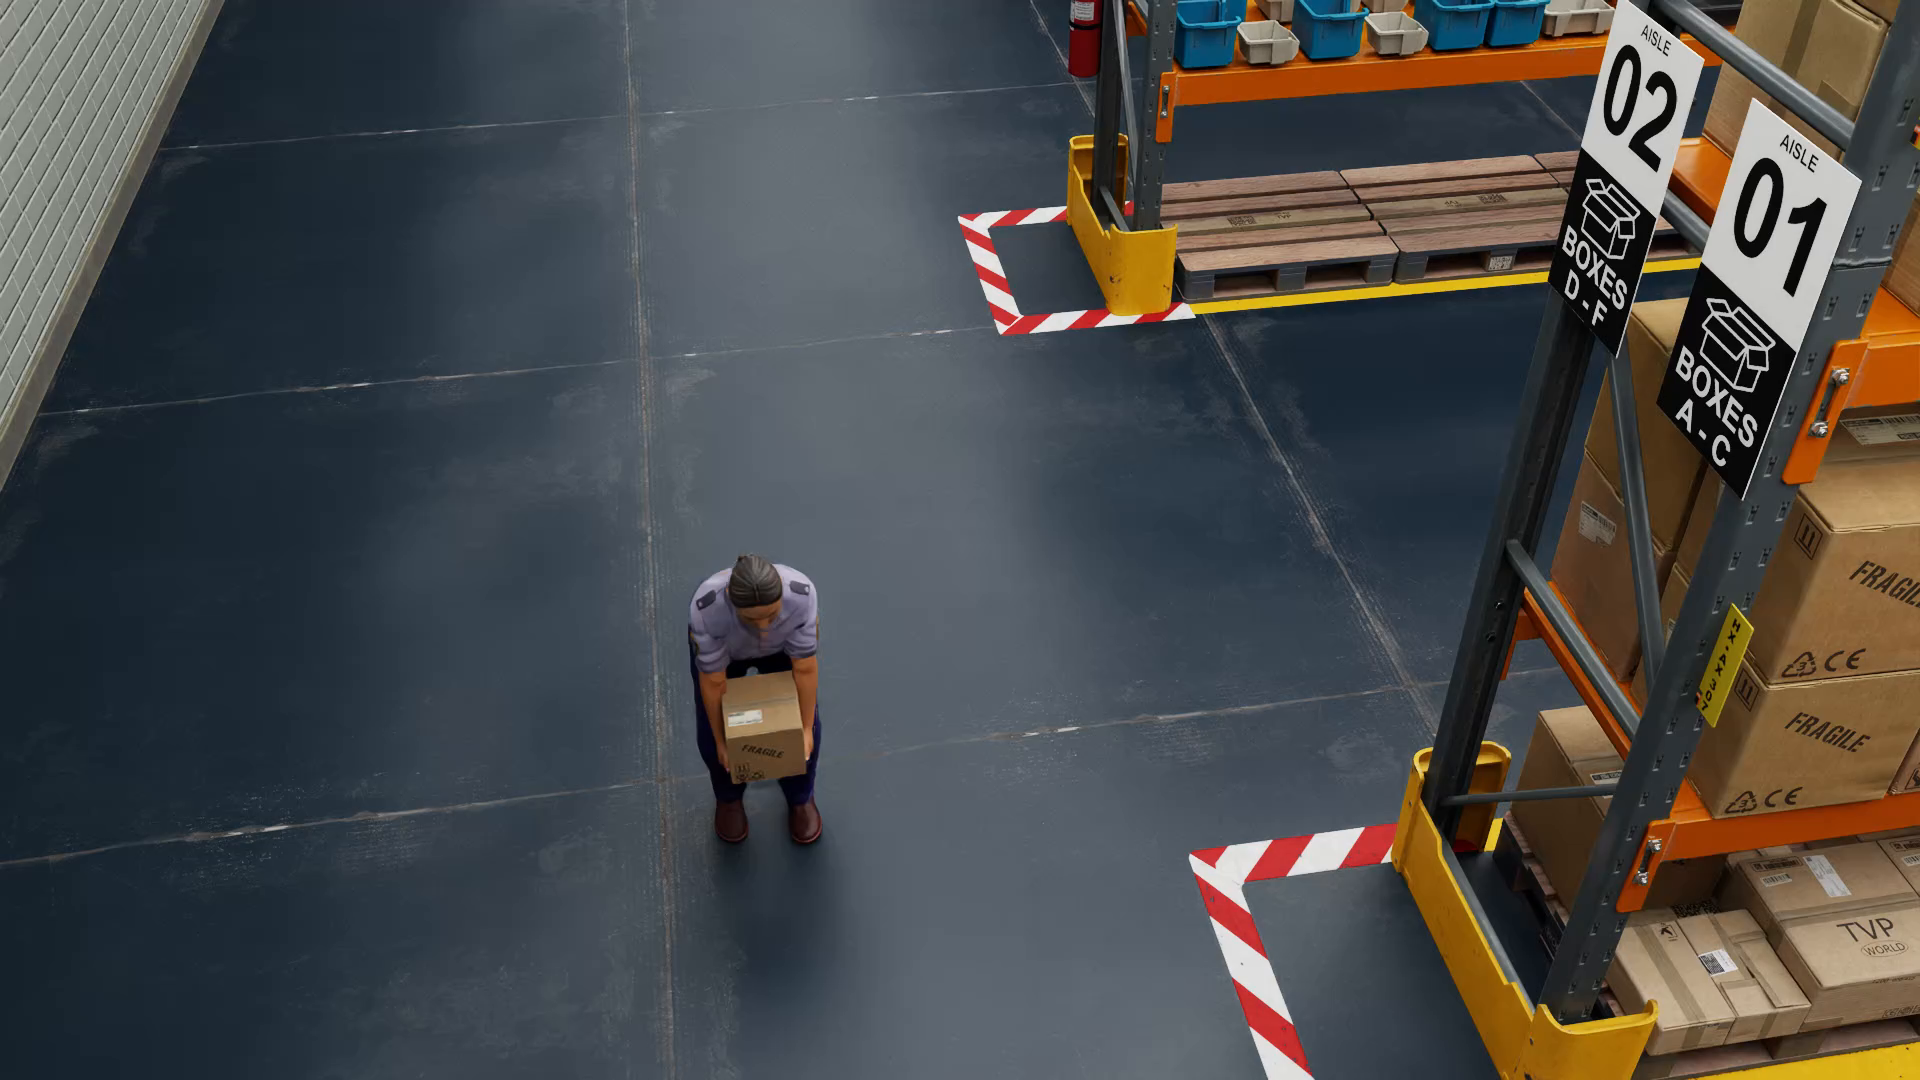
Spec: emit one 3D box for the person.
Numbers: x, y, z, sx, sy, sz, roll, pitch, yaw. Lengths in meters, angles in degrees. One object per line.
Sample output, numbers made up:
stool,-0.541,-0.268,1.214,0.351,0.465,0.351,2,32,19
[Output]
person,-0.696,0.507,5.685,0.449,1.471,0.684,-7,39,-9
